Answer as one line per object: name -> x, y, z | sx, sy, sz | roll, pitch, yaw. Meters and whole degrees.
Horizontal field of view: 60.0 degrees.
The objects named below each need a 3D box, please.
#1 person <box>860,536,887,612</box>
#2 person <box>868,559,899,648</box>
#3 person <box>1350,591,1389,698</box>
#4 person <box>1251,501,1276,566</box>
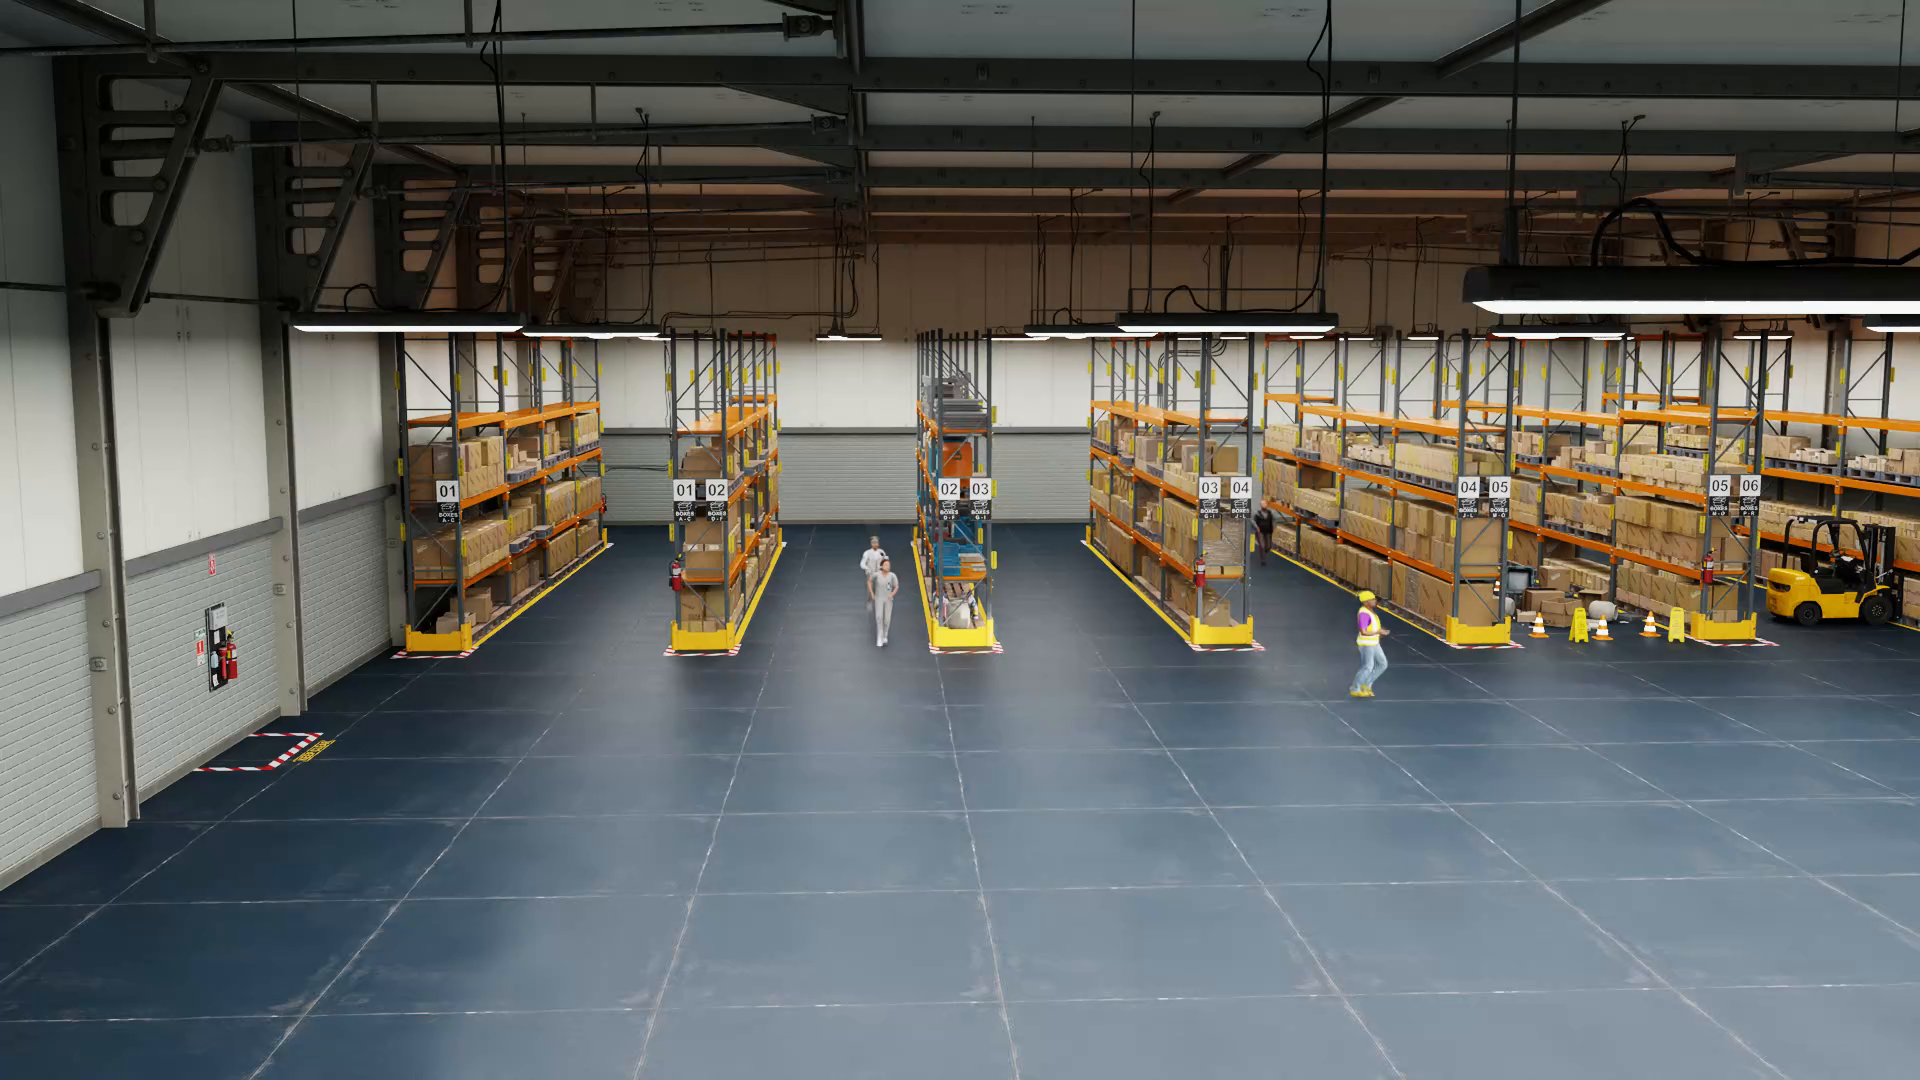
person -> -1.746, 0.742, 34.382 | 0.618, 1.668, 0.886 | -2, 7, -14
person -> -1.449, 1.183, 31.622 | 0.575, 1.674, 0.668 | -1, 7, -9
person -> 6.633, 1.702, 26.816 | 0.649, 1.772, 0.677 | 4, 8, 28
person -> 7.869, -0.146, 43.153 | 0.660, 1.616, 0.649 | 0, 7, -4
